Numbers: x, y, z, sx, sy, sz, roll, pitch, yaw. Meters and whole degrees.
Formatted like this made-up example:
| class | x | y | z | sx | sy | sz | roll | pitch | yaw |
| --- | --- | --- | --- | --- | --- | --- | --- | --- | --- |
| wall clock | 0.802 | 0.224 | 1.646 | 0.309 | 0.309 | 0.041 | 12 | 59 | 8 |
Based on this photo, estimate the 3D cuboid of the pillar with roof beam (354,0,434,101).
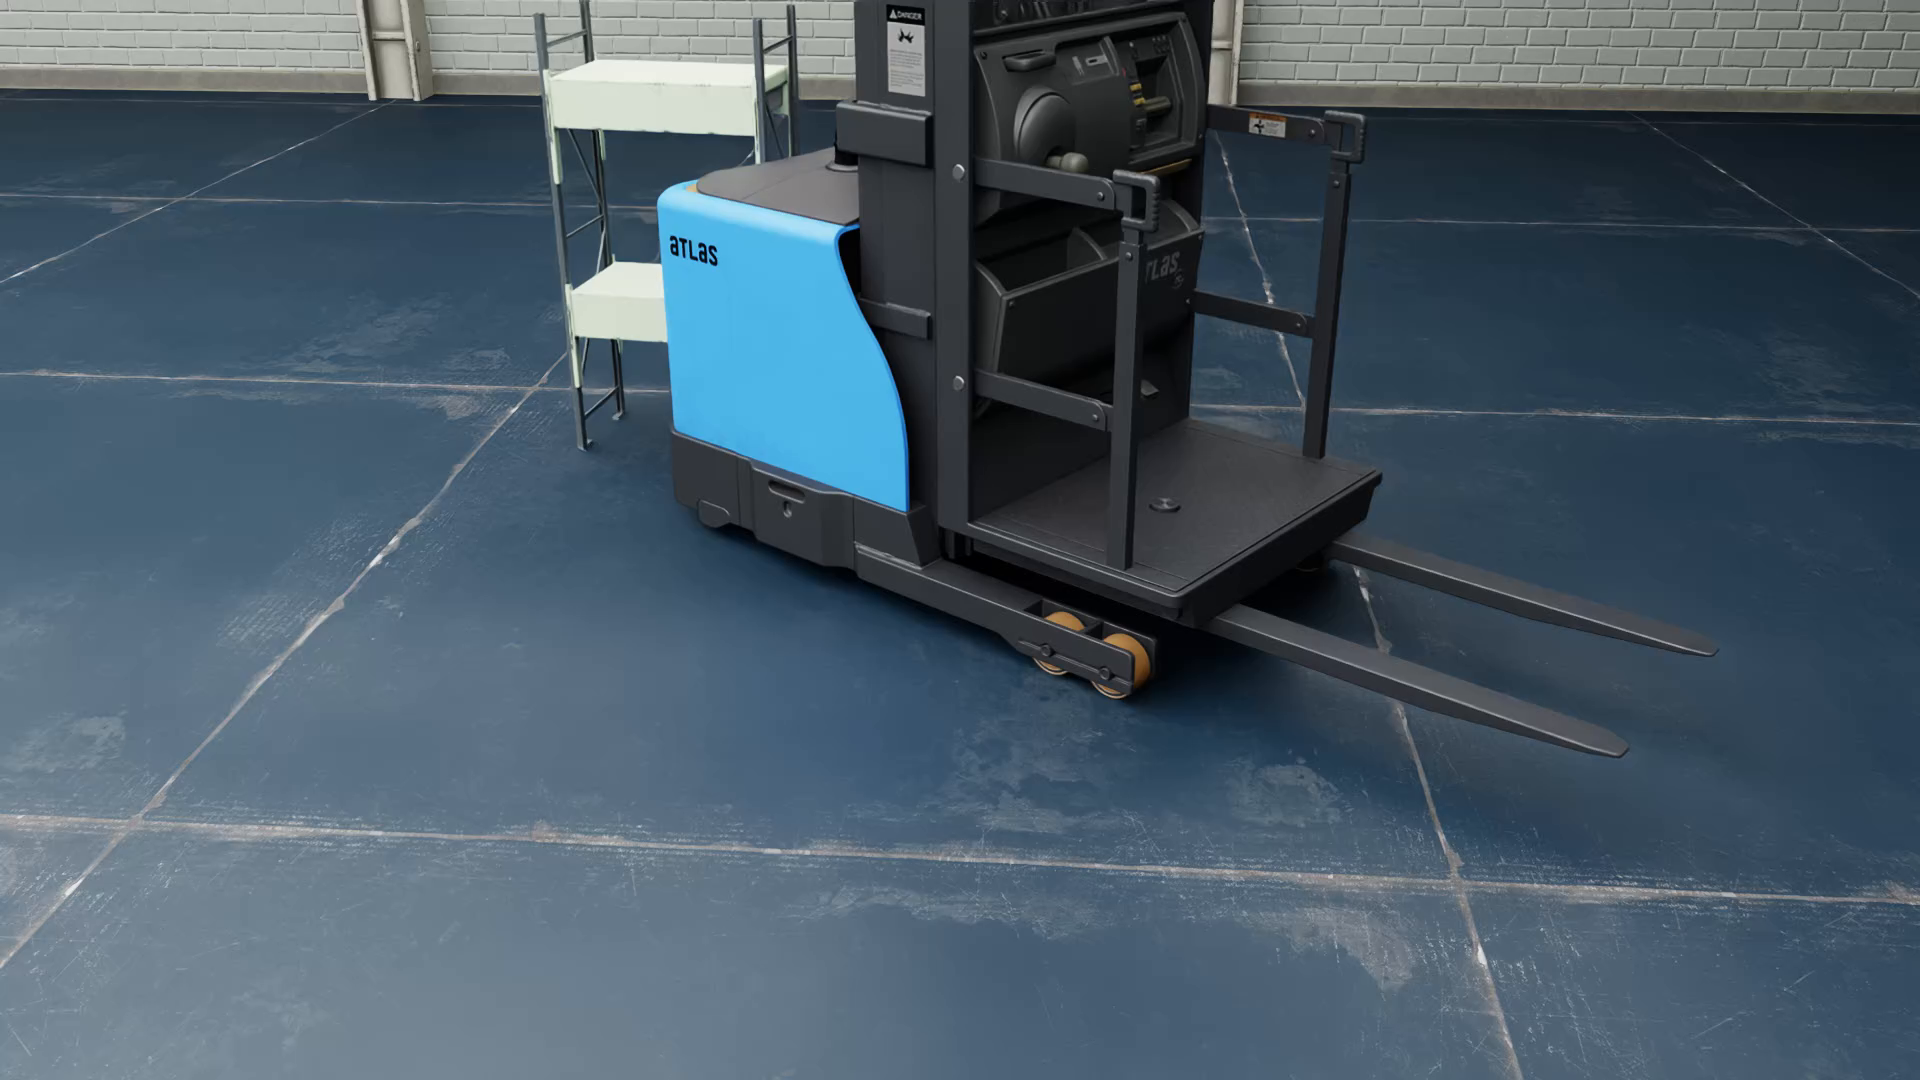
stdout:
| class | x | y | z | sx | sy | sz | roll | pitch | yaw |
| --- | --- | --- | --- | --- | --- | --- | --- | --- | --- |
| pillar with roof beam | -4.514 | -5.622 | 6.702 | 0.400 | 9.000 | 9.100 | 2 | 25 | 4 |

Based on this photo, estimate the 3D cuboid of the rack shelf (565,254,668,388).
| class | x | y | z | sx | sy | sz | roll | pitch | yaw |
| --- | --- | --- | --- | --- | --- | --- | --- | --- | --- |
| rack shelf | -0.958 | -0.758 | 5.883 | 0.720 | 0.370 | 0.431 | 5 | 25 | 10 |

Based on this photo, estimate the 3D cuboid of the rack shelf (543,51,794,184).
| class | x | y | z | sx | sy | sz | roll | pitch | yaw |
| --- | --- | --- | --- | --- | --- | --- | --- | --- | --- |
| rack shelf | -0.958 | -1.409 | 5.584 | 0.720 | 0.370 | 0.431 | 5 | 25 | 10 |

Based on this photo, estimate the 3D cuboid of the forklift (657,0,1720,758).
| class | x | y | z | sx | sy | sz | roll | pitch | yaw |
| --- | --- | --- | --- | --- | --- | --- | --- | --- | --- |
| forklift | 0.524 | -1.166 | 4.278 | 3.031 | 2.935 | 1.130 | 20 | 31 | 36 |

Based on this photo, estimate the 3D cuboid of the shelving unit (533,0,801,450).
| class | x | y | z | sx | sy | sz | roll | pitch | yaw |
| --- | --- | --- | --- | --- | --- | --- | --- | --- | --- |
| shelving unit | -0.958 | -1.054 | 5.747 | 0.755 | 1.500 | 0.431 | 5 | 25 | 10 |

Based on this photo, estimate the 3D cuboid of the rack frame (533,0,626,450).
| class | x | y | z | sx | sy | sz | roll | pitch | yaw |
| --- | --- | --- | --- | --- | --- | --- | --- | --- | --- |
| rack frame | -1.316 | -1.085 | 5.813 | 0.023 | 1.500 | 0.400 | 5 | 25 | 10 |

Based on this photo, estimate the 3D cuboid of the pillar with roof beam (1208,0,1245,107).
| class | x | y | z | sx | sy | sz | roll | pitch | yaw |
| --- | --- | --- | --- | --- | --- | --- | --- | --- | --- |
| pillar with roof beam | 1.468 | -5.430 | 6.285 | 0.400 | 9.000 | 9.100 | 2 | 25 | 4 |

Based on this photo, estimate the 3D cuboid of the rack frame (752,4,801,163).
| class | x | y | z | sx | sy | sz | roll | pitch | yaw |
| --- | --- | --- | --- | --- | --- | --- | --- | --- | --- |
| rack frame | -0.599 | -1.024 | 5.681 | 0.023 | 1.500 | 0.400 | 5 | 25 | 10 |
